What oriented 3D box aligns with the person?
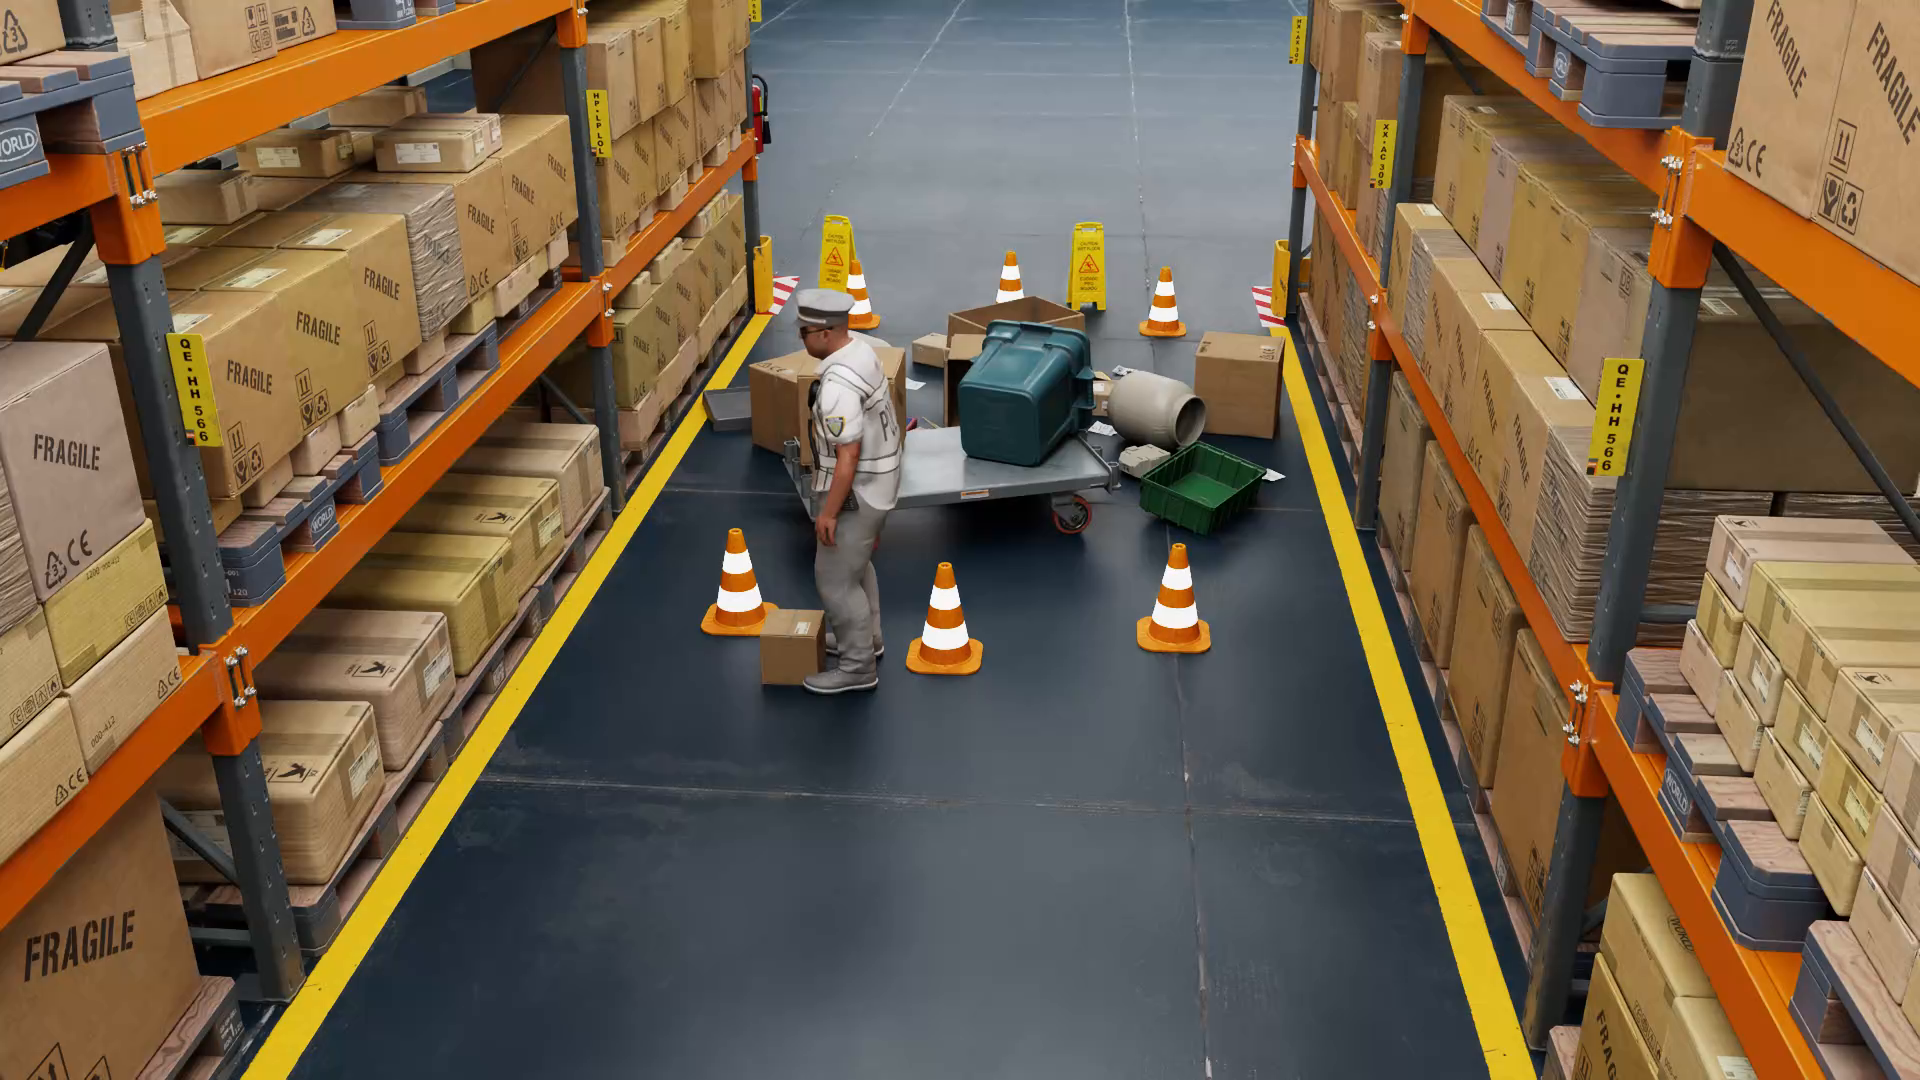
[{"bbox_3d":[-0.465,-0.205,7.047,0.436,1.748,0.587,2,24,4],"label":"person"}]
